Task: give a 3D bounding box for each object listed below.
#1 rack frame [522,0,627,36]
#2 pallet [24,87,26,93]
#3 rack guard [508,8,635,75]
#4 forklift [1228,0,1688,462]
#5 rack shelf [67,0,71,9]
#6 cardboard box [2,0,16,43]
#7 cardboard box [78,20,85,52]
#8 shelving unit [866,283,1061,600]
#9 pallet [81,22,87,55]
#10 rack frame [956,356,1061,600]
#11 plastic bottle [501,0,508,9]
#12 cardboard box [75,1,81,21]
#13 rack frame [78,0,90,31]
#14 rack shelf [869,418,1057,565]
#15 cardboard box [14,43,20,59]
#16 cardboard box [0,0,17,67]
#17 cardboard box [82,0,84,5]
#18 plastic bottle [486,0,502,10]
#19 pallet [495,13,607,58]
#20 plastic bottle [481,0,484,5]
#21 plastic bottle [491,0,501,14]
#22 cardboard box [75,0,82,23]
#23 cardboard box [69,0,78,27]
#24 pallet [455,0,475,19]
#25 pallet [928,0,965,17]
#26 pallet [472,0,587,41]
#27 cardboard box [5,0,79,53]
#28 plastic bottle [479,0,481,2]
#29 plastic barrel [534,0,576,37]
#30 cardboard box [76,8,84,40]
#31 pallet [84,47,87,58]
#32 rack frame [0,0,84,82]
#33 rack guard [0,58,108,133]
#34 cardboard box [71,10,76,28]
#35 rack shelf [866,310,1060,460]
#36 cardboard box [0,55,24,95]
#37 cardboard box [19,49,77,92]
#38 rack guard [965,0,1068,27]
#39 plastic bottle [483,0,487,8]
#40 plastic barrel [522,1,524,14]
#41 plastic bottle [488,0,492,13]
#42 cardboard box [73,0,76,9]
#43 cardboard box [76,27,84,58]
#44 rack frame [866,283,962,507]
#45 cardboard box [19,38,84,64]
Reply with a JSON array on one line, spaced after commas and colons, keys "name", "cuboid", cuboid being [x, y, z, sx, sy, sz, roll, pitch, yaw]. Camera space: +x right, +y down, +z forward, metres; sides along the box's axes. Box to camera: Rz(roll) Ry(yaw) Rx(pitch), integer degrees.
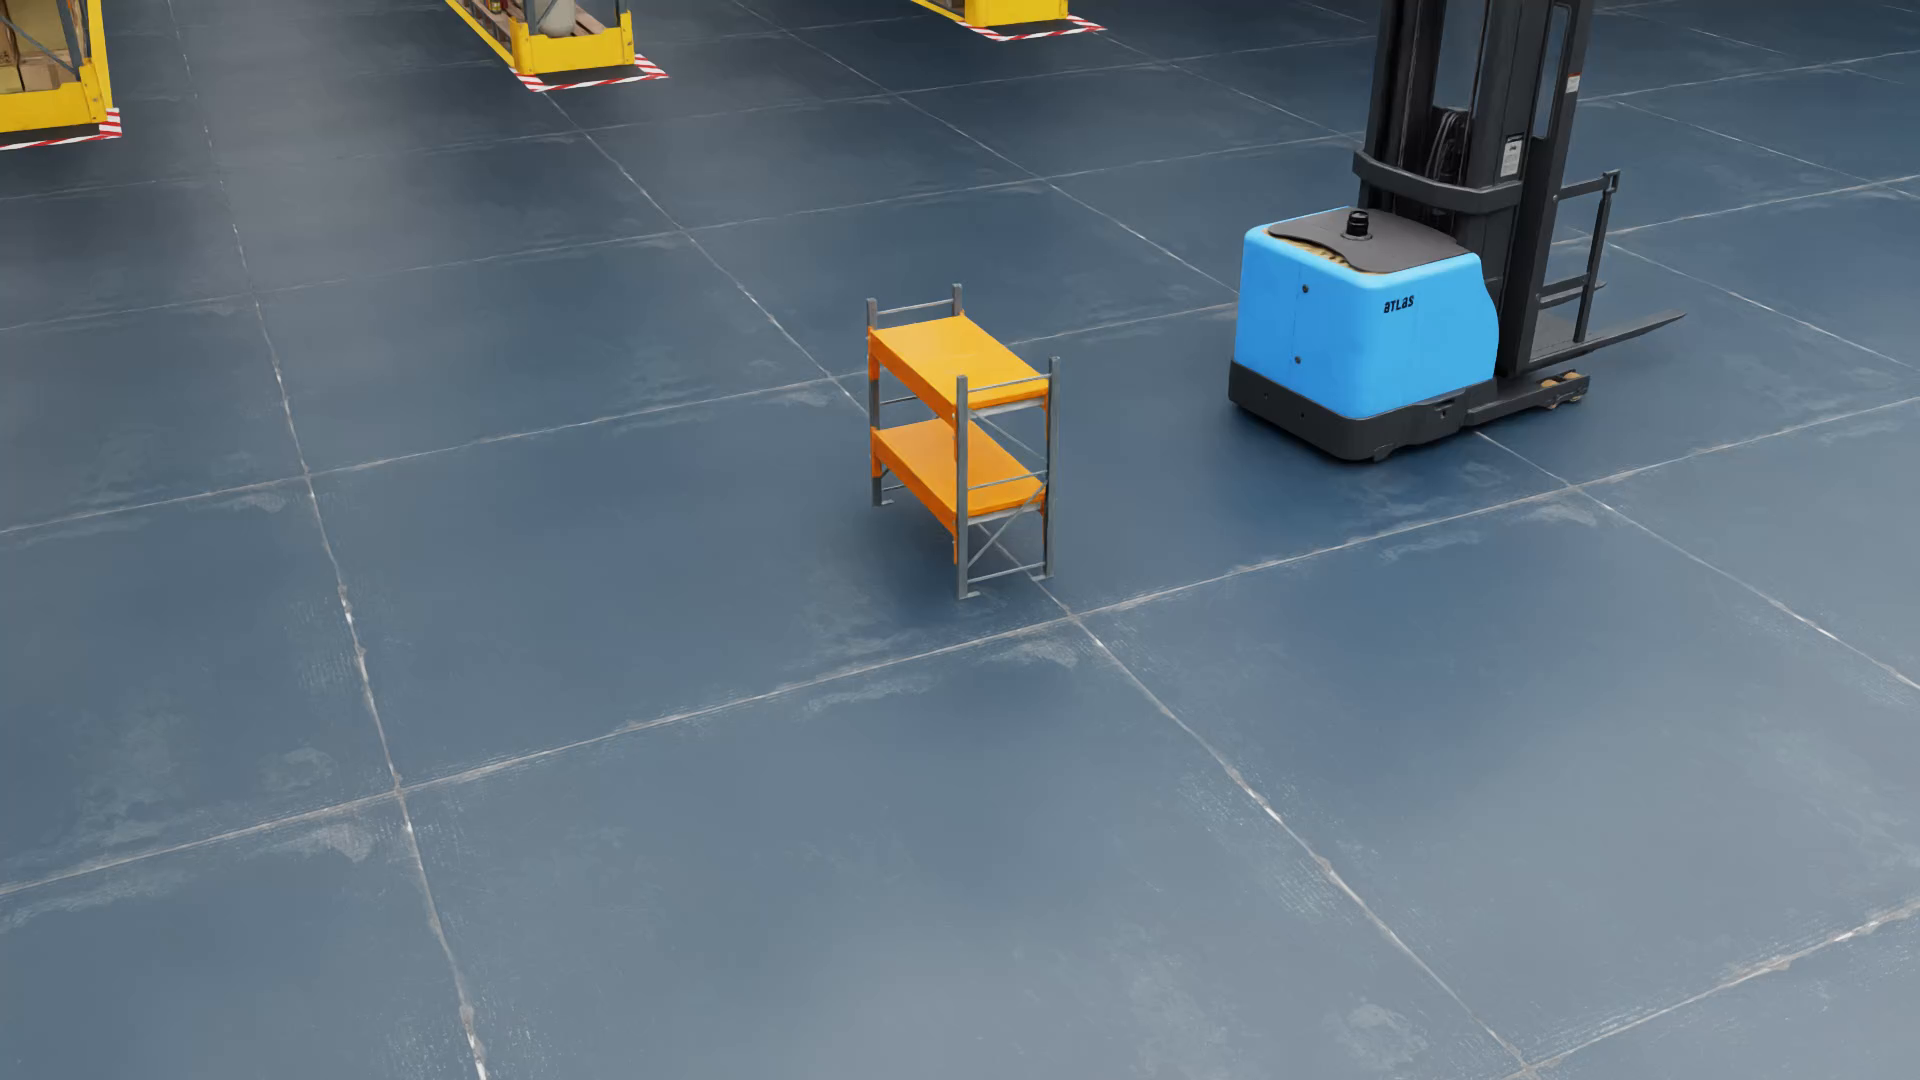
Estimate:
[{"name": "rack frame", "cuboid": [-3.806, -6.074, 16.015, 1.000, 3.000, 0.127, -13, 32, -22]}, {"name": "pallet", "cuboid": [-8.648, -4.148, 15.432, 1.003, 0.211, 1.213, -13, 32, -22]}, {"name": "rack guard", "cuboid": [-3.881, -5.007, 16.668, 1.175, 0.500, 0.348, -13, 32, -22]}, {"name": "forklift", "cuboid": [3.059, -2.235, 9.238, 3.031, 2.935, 1.130, -17, 34, -28]}, {"name": "rack shelf", "cuboid": [-9.140, -5.605, 15.914, 1.077, 0.370, 4.000, -13, 32, -22]}, {"name": "cardboard box", "cuboid": [-9.223, -4.959, 15.642, 0.500, 0.500, 0.500, -13, 32, -22]}, {"name": "cardboard box", "cuboid": [-8.953, -4.966, 16.421, 0.500, 0.250, 0.500, -13, 32, -22]}, {"name": "shelving unit", "cuboid": [-0.003, -0.494, 7.980, 0.538, 1.125, 1.048, -13, 32, -22]}, {"name": "pallet", "cuboid": [-9.695, -5.226, 17.354, 1.003, 0.211, 1.213, -13, 32, -22]}, {"name": "rack frame", "cuboid": [0.215, -0.269, 7.580, 0.500, 1.125, 0.032, -13, 32, -22]}, {"name": "plastic bottle", "cuboid": [-4.978, -5.940, 18.103, 0.061, 0.283, 0.133, -13, 32, -22]}, {"name": "cardboard box", "cuboid": [-9.397, -5.404, 17.203, 0.500, 0.250, 0.500, -13, 32, -22]}, {"name": "rack frame", "cuboid": [-9.999, -6.802, 17.314, 1.000, 3.000, 0.127, -13, 32, -22]}, {"name": "rack shelf", "cuboid": [-0.003, -0.280, 8.100, 0.538, 0.278, 1.000, -13, 32, -22]}, {"name": "cardboard box", "cuboid": [-9.004, -4.412, 15.434, 0.500, 0.250, 0.500, -13, 32, -22]}, {"name": "cardboard box", "cuboid": [-8.781, -4.521, 14.860, 0.500, 0.500, 0.500, -13, 32, -22]}, {"name": "cardboard box", "cuboid": [-9.948, -6.016, 18.294, 0.500, 0.250, 0.500, -14, 32, -23]}, {"name": "plastic bottle", "cuboid": [-5.074, -5.914, 18.065, 0.152, 0.276, 0.135, -13, 32, -22]}, {"name": "pallet", "cuboid": [-4.225, -5.241, 17.381, 1.003, 0.211, 1.213, -13, 32, -22]}, {"name": "plastic bottle", "cuboid": [-5.208, -6.080, 18.285, 0.144, 0.351, 0.185, -12, 31, -20]}, {"name": "plastic bottle", "cuboid": [-4.991, -5.764, 17.874, 0.097, 0.201, 0.097, 0, 29, 0]}, {"name": "cardboard box", "cuboid": [-9.602, -5.627, 17.600, 0.500, 0.250, 0.500, -13, 32, -22]}, {"name": "cardboard box", "cuboid": [-8.952, -5.293, 16.238, 0.500, 0.500, 0.500, -13, 32, -22]}, {"name": "pallet", "cuboid": [-5.273, -6.319, 19.303, 1.003, 0.211, 1.213, -13, 32, -22]}, {"name": "pallet", "cuboid": [0.318, -6.297, 19.264, 1.003, 0.211, 1.213, -13, 32, -22]}, {"name": "pallet", "cuboid": [-4.745, -5.779, 18.341, 1.003, 0.211, 1.213, -13, 32, -22]}, {"name": "cardboard box", "cuboid": [-8.527, -4.850, 15.448, 0.500, 0.500, 0.500, -13, 32, -22]}, {"name": "plastic bottle", "cuboid": [-5.288, -6.162, 18.431, 0.144, 0.351, 0.185, -13, 32, -22]}, {"name": "plastic barrel", "cuboid": [-4.158, -5.446, 17.010, 0.421, 0.512, 0.421, 0, 29, 0]}, {"name": "cardboard box", "cuboid": [-9.169, -5.186, 16.814, 0.500, 0.250, 0.500, -13, 32, -22]}, {"name": "pallet", "cuboid": [-9.168, -4.686, 16.391, 1.003, 0.211, 1.213, -13, 32, -22]}, {"name": "rack frame", "cuboid": [-8.282, -5.035, 14.163, 1.000, 3.000, 0.127, -13, 32, -22]}, {"name": "rack guard", "cuboid": [-8.271, -3.934, 14.755, 1.175, 0.500, 0.348, -13, 32, -22]}, {"name": "cardboard box", "cuboid": [-8.754, -5.068, 15.837, 0.500, 0.500, 0.500, -13, 32, -22]}, {"name": "rack shelf", "cuboid": [-0.003, -0.749, 7.837, 0.538, 0.278, 1.000, -13, 32, -22]}, {"name": "cardboard box", "cuboid": [-8.779, -4.194, 15.044, 0.500, 0.250, 0.500, -13, 32, -22]}, {"name": "cardboard box", "cuboid": [-8.311, -4.303, 15.238, 0.500, 0.250, 0.500, -13, 32, -22]}, {"name": "rack guard", "cuboid": [0.634, -6.057, 18.540, 1.175, 0.500, 0.348, -13, 32, -22]}, {"name": "plastic bottle", "cuboid": [-5.134, -5.975, 18.174, 0.152, 0.276, 0.135, -14, 32, -23]}, {"name": "plastic barrel", "cuboid": [-4.373, -5.668, 17.405, 0.421, 0.512, 0.421, 0, 29, 0]}, {"name": "plastic bottle", "cuboid": [-5.057, -5.848, 17.939, 0.061, 0.283, 0.133, -12, 32, -21]}, {"name": "cardboard box", "cuboid": [-9.180, -5.511, 16.626, 0.500, 0.500, 0.500, -13, 32, -22]}, {"name": "cardboard box", "cuboid": [-8.743, -4.744, 16.025, 0.500, 0.250, 0.500, -13, 32, -22]}, {"name": "rack frame", "cuboid": [-0.221, -0.718, 8.381, 0.500, 1.125, 0.032, -13, 32, -22]}, {"name": "cardboard box", "cuboid": [-8.529, -4.523, 15.631, 0.500, 0.250, 0.500, -13, 32, -22]}]
